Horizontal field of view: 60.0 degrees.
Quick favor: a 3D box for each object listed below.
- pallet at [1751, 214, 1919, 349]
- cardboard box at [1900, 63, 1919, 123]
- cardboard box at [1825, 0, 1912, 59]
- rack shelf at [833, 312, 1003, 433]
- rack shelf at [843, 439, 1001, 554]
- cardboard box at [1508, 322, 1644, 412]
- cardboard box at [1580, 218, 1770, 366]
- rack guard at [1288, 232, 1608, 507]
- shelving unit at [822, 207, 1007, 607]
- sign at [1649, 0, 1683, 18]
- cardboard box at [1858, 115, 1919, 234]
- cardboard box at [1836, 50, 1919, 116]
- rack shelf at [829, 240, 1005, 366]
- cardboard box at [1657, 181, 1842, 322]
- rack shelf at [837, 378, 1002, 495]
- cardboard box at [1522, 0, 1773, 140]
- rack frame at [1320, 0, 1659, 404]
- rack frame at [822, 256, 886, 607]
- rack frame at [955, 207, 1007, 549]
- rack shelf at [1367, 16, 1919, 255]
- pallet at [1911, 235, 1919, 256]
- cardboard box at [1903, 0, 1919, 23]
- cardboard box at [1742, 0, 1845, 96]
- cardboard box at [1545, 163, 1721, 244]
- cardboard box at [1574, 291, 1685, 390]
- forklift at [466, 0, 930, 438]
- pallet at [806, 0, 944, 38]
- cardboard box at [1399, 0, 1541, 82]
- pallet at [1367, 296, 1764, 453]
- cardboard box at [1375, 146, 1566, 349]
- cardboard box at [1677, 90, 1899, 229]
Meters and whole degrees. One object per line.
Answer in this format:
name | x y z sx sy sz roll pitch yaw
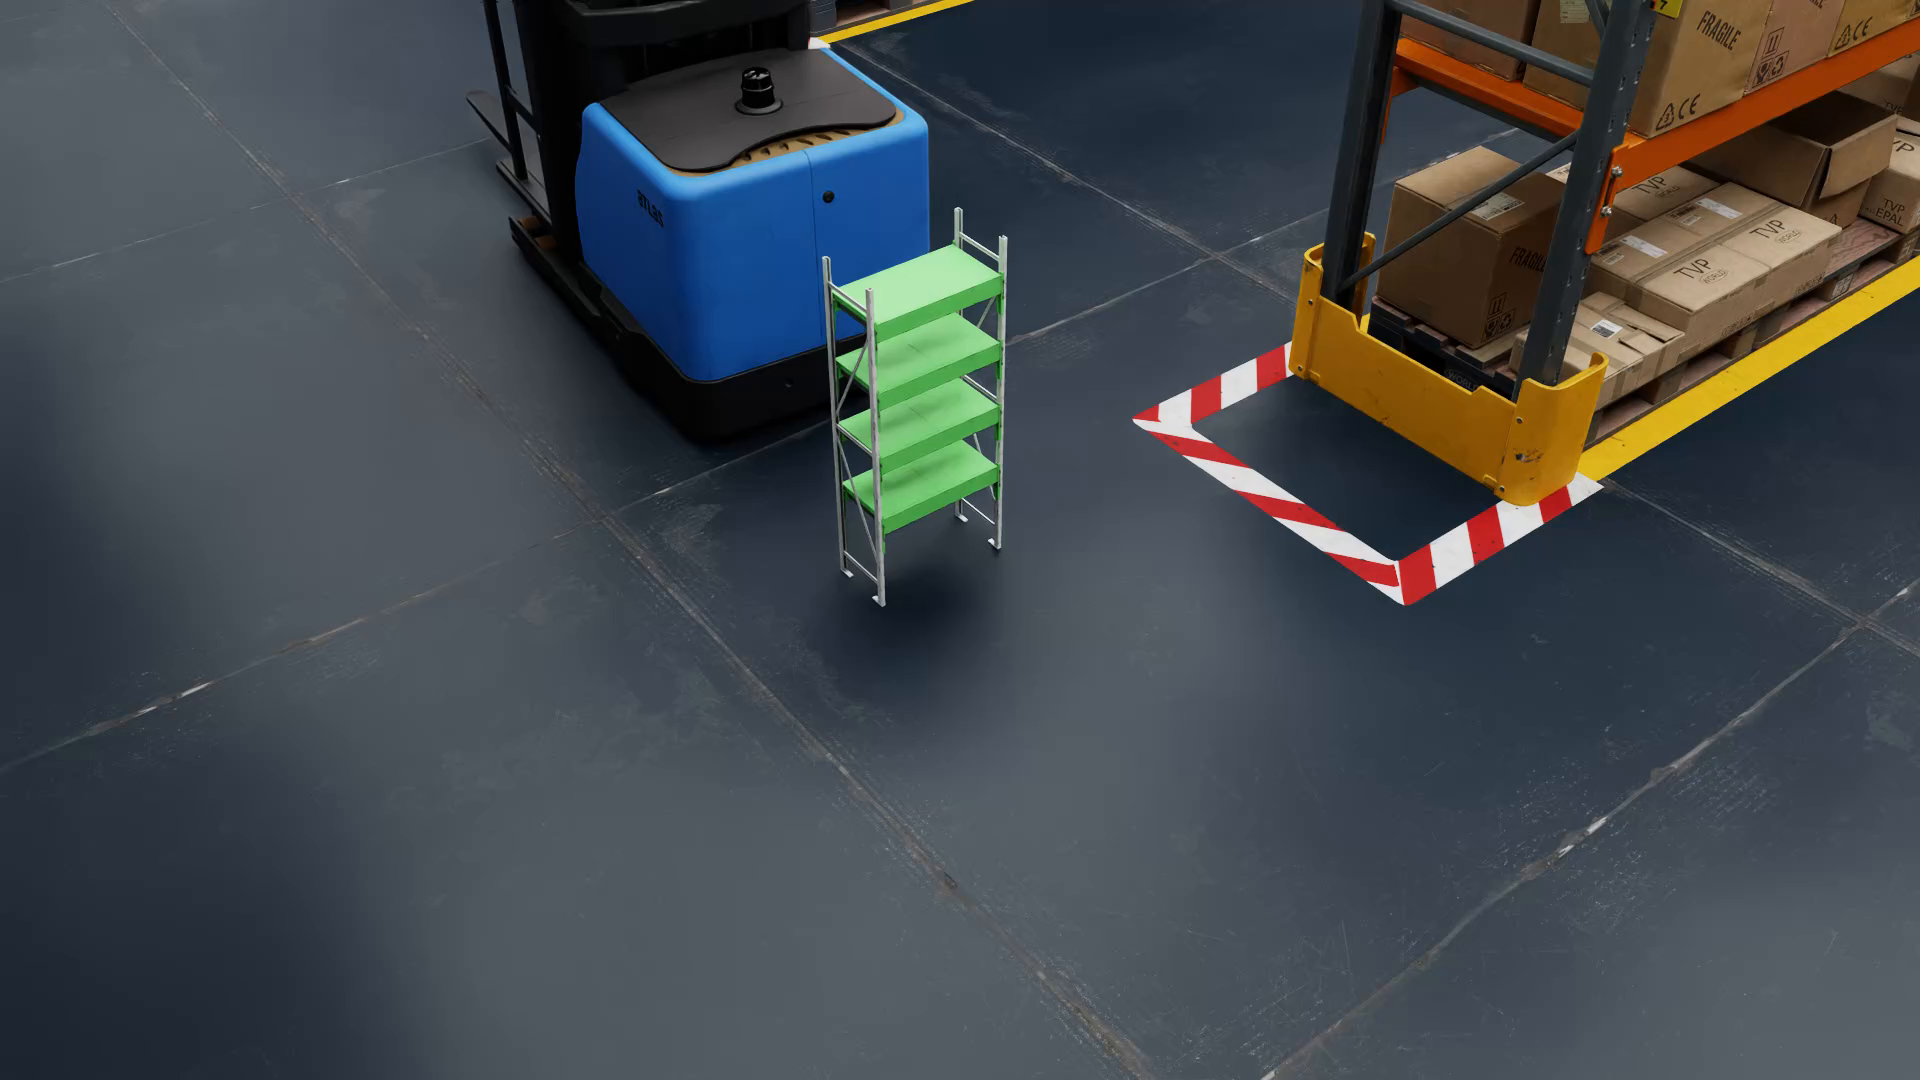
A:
pallet | 3.364 -1.321 7.194 1.213 0.211 1.003 -26 46 -28
cardboard box | 4.598 -1.979 7.422 0.500 0.500 0.500 -26 46 -28
cardboard box | 3.023 -2.065 5.823 0.500 0.500 0.500 -26 46 -28
rack shelf | -0.131 -0.536 5.180 0.480 0.148 0.258 -26 46 -28
rack shelf | -0.131 -0.165 5.484 0.480 0.148 0.258 -26 46 -28
cardboard box | 2.247 -0.649 6.077 0.250 0.149 0.380 -26 46 -28
cardboard box | 2.706 -0.960 6.377 0.500 0.250 0.500 -26 46 -28
rack guard | 1.766 -0.655 6.155 0.348 0.500 1.175 -26 46 -28
shelving unit | -0.131 -0.400 5.291 0.503 1.200 0.258 -26 46 -28
sign | 2.036 -1.654 4.719 0.005 0.325 0.100 -26 46 -28
cardboard box | 4.003 -1.616 7.128 0.500 0.311 0.500 -26 46 -28
cardboard box | 4.412 -2.215 7.859 0.500 0.311 0.500 -26 46 -28
rack shelf | -0.131 -0.722 5.028 0.480 0.148 0.258 -26 46 -28
cardboard box | 3.102 -1.153 6.612 0.500 0.250 0.500 -26 46 -28
rack shelf | -0.131 -0.351 5.332 0.480 0.148 0.258 -26 46 -28
cardboard box | 2.218 -1.670 5.342 0.500 0.500 0.500 -25 46 -27
rack frame | 1.705 -1.592 5.326 0.127 3.000 1.000 -26 46 -28
rack frame | -0.325 -0.306 5.177 0.015 1.200 0.240 -26 46 -28
rack frame | 0.062 -0.494 5.406 0.015 1.200 0.240 -26 46 -28
rack shelf | 3.291 -2.087 6.497 4.000 0.370 1.077 -26 46 -28
pallet | 4.332 -1.795 7.772 1.213 0.211 1.003 -26 46 -28
cardboard box | 3.421 -2.257 6.057 0.500 0.500 0.500 -25 46 -28
cardboard box | 2.624 -1.872 5.588 0.500 0.500 0.500 -26 46 -28
cardboard box | 2.758 -1.386 6.895 0.500 0.250 0.500 -26 46 -28
cardboard box | 2.445 -0.753 6.190 0.250 0.166 0.380 -26 46 -28
forklift | -1.300 -2.417 6.385 1.130 2.935 3.031 -22 44 -24
pallet | -0.633 -3.306 9.614 1.213 0.211 1.003 -26 46 -28
cardboard box | 1.895 -1.941 5.672 0.500 0.500 0.500 -25 45 -27
pallet | 2.397 -0.852 6.623 1.213 0.211 1.003 -26 46 -28
cardboard box | 1.986 -1.130 6.387 0.500 0.500 0.500 -26 46 -28
cardboard box | 3.390 -1.615 6.975 0.637 0.503 0.797 -26 46 -28
